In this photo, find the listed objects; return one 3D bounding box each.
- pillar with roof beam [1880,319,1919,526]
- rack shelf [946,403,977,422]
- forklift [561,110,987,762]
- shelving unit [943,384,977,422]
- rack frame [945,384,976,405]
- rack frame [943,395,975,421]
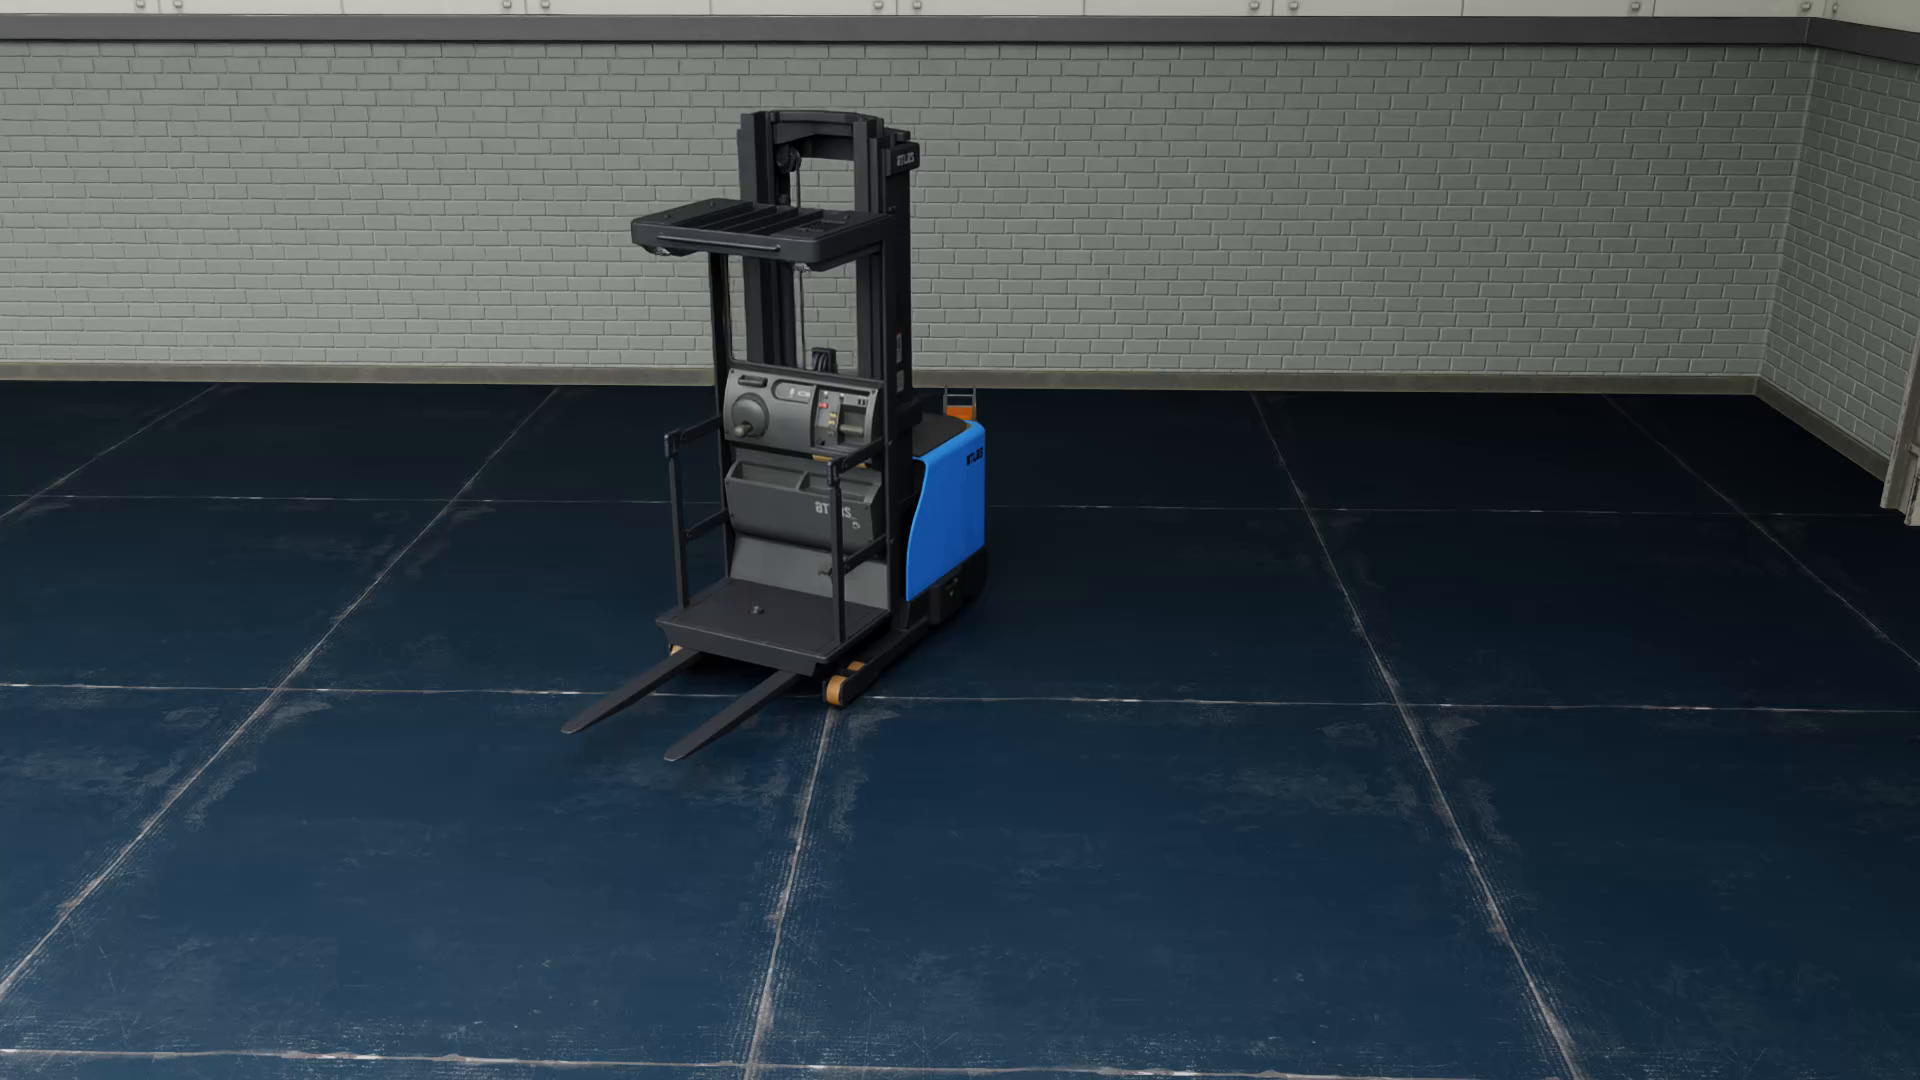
[{"bbox_3d":[2.288,-4.412,9.960,9.100,9.000,0.400,1,21,2],"label":"pillar with roof beam"},{"bbox_3d":[-0.002,-0.725,10.690,0.215,0.259,0.240,1,21,2],"label":"rack shelf"},{"bbox_3d":[-0.950,-0.670,8.703,1.130,2.935,3.031,10,24,25],"label":"forklift"},{"bbox_3d":[-0.002,-0.470,10.789,0.215,1.050,0.252,1,21,2],"label":"shelving unit"},{"bbox_3d":[0.002,-0.514,10.903,0.200,1.050,0.008,1,21,2],"label":"rack frame"},{"bbox_3d":[-0.005,-0.426,10.675,0.200,1.050,0.008,1,21,2],"label":"rack frame"}]
